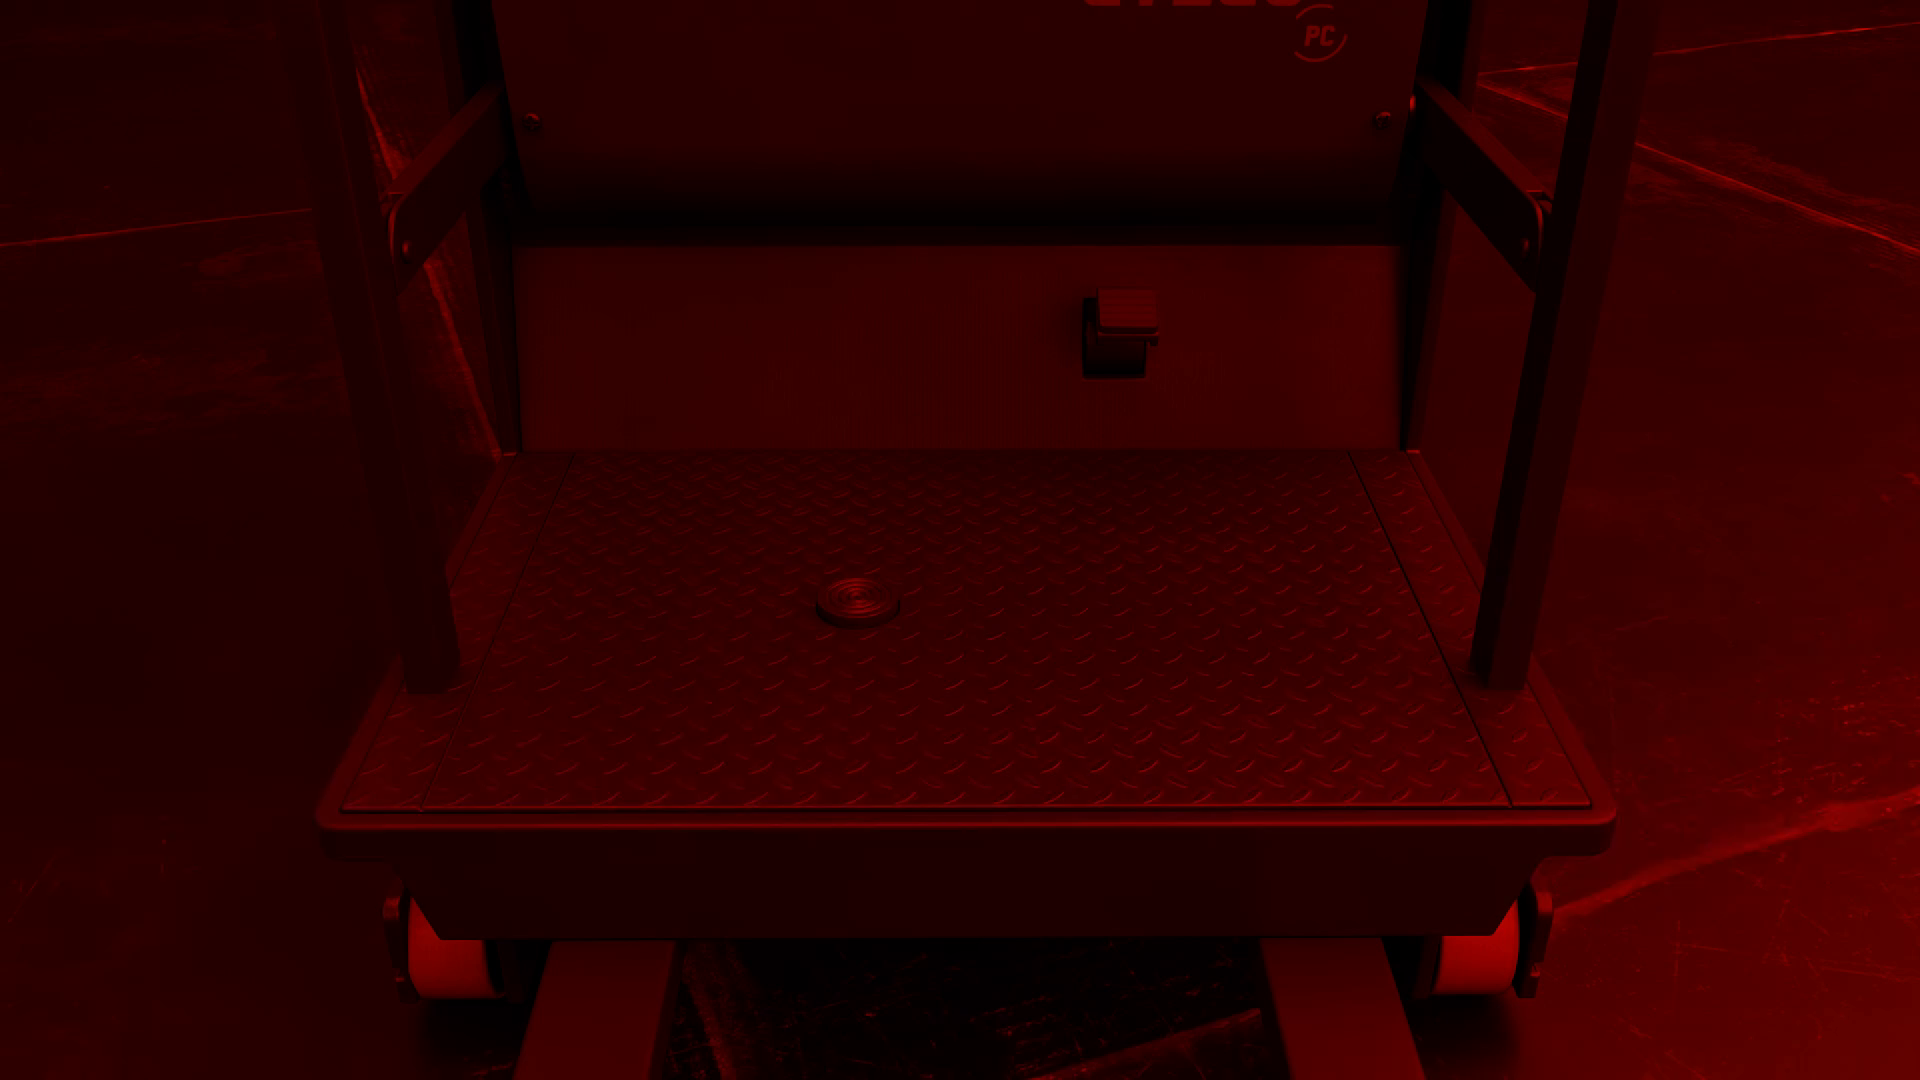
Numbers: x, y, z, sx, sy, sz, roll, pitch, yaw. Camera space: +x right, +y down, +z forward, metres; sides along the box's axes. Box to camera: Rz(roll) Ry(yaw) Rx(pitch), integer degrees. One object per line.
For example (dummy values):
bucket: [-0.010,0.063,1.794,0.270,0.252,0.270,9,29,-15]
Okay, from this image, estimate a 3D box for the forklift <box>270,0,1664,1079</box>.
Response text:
forklift: [0.003,-0.964,1.232,1.130,2.935,3.031,0,30,0]
